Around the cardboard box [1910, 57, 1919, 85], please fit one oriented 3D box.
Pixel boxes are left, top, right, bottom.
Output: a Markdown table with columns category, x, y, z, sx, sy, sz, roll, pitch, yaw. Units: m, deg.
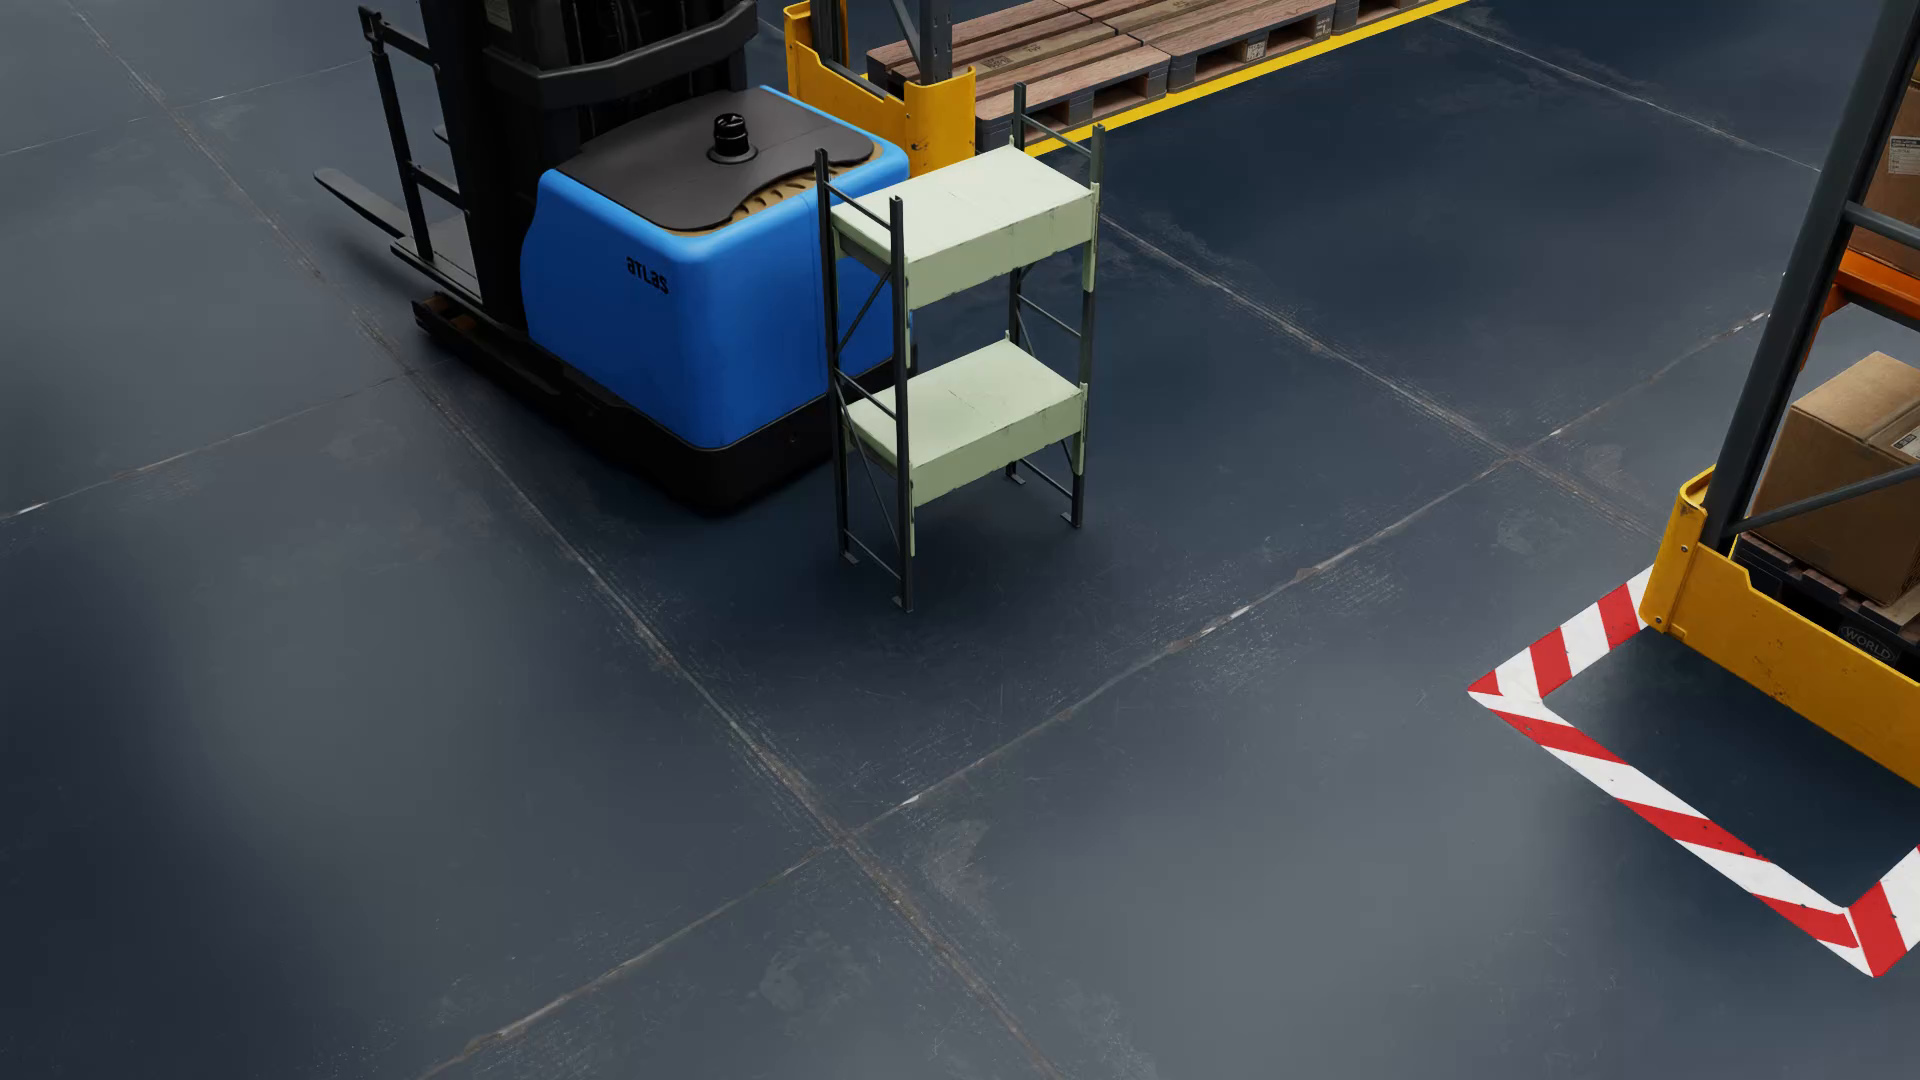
| category | x | y | z | sx | sy | sz | roll | pitch | yaw |
| --- | --- | --- | --- | --- | --- | --- | --- | --- | --- |
| cardboard box | 2.816 | -1.398 | 4.222 | 0.500 | 0.500 | 0.500 | -26 | 46 | -28 |

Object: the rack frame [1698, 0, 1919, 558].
| category | x | y | z | sx | sy | sz | roll | pitch | yaw |
| --- | --- | --- | --- | --- | --- | --- | --- | --- | --- |
| rack frame | 2.631 | -0.662 | 4.192 | 0.127 | 3.000 | 1.000 | -26 | 46 | -28 |

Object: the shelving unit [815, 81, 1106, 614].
| category | x | y | z | sx | sy | sz | roll | pitch | yaw |
| --- | --- | --- | --- | --- | --- | --- | --- | --- | --- |
| shelving unit | 0.005 | -0.582 | 5.277 | 0.755 | 1.500 | 0.431 | -26 | 46 | -28 |

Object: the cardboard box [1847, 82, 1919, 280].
| category | x | y | z | sx | sy | sz | roll | pitch | yaw |
| --- | --- | --- | --- | --- | --- | --- | --- | --- | --- |
| cardboard box | 2.820 | -1.011 | 4.538 | 0.500 | 0.500 | 0.500 | -25 | 45 | -27 |

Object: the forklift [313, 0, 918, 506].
| category | x | y | z | sx | sy | sz | roll | pitch | yaw |
| --- | --- | --- | --- | --- | --- | --- | --- | --- | --- |
| forklift | -1.563 | -2.075 | 5.968 | 3.031 | 2.935 | 1.130 | 32 | 49 | 33 |

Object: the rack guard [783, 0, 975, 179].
| category | x | y | z | sx | sy | sz | roll | pitch | yaw |
| --- | --- | --- | --- | --- | --- | --- | --- | --- | --- |
| rack guard | -0.396 | -2.172 | 8.004 | 0.348 | 0.500 | 1.175 | -26 | 46 | -28 |

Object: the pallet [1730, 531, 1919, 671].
| category | x | y | z | sx | sy | sz | roll | pitch | yaw |
| --- | --- | --- | --- | --- | --- | --- | --- | --- | --- |
| pallet | 3.323 | 0.078 | 5.489 | 1.213 | 0.211 | 1.003 | -26 | 46 | -28 |

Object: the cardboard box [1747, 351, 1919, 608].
| category | x | y | z | sx | sy | sz | roll | pitch | yaw |
| --- | --- | --- | --- | --- | --- | --- | --- | --- | --- |
| cardboard box | 2.912 | -0.200 | 5.253 | 0.500 | 0.500 | 0.500 | -26 | 46 | -28 |

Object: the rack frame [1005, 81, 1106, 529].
| category | x | y | z | sx | sy | sz | roll | pitch | yaw |
| --- | --- | --- | --- | --- | --- | --- | --- | --- | --- |
| rack frame | 0.296 | -0.724 | 5.450 | 0.023 | 1.500 | 0.400 | -26 | 46 | -28 |

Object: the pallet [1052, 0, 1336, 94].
| category | x | y | z | sx | sy | sz | roll | pitch | yaw |
| --- | --- | --- | --- | --- | --- | --- | --- | --- | --- |
| pallet | 1.260 | -2.845 | 9.051 | 1.213 | 0.211 | 1.003 | -26 | 46 | -28 |

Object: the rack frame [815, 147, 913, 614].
| category | x | y | z | sx | sy | sz | roll | pitch | yaw |
| --- | --- | --- | --- | --- | --- | --- | --- | --- | --- |
| rack frame | -0.285 | -0.441 | 5.105 | 0.023 | 1.500 | 0.400 | -26 | 46 | -28 |

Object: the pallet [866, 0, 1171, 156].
| category | x | y | z | sx | sy | sz | roll | pitch | yaw |
| --- | --- | --- | --- | --- | --- | --- | --- | --- | --- |
| pallet | 0.293 | -2.376 | 8.480 | 1.213 | 0.211 | 1.003 | -26 | 46 | -28 |

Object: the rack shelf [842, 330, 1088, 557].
| category | x | y | z | sx | sy | sz | roll | pitch | yaw |
| --- | --- | --- | --- | --- | --- | --- | --- | --- | --- |
| rack shelf | 0.005 | -0.330 | 5.484 | 0.720 | 0.370 | 0.431 | -26 | 46 | -28 |

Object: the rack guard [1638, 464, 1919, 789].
| category | x | y | z | sx | sy | sz | roll | pitch | yaw |
| --- | --- | --- | --- | --- | --- | --- | --- | --- | --- |
| rack guard | 2.691 | 0.275 | 5.021 | 0.348 | 0.500 | 1.175 | -26 | 46 | -28 |

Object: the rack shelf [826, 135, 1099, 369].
| category | x | y | z | sx | sy | sz | roll | pitch | yaw |
| --- | --- | --- | --- | --- | --- | --- | --- | --- | --- |
| rack shelf | 0.005 | -0.884 | 5.030 | 0.720 | 0.370 | 0.431 | -26 | 46 | -28 |

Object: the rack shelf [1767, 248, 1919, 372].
| category | x | y | z | sx | sy | sz | roll | pitch | yaw |
| --- | --- | --- | --- | --- | --- | --- | --- | --- | --- |
| rack shelf | 4.217 | -1.157 | 5.363 | 4.000 | 0.370 | 1.077 | -26 | 46 | -28 |

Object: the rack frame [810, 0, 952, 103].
| category | x | y | z | sx | sy | sz | roll | pitch | yaw |
| --- | --- | --- | --- | --- | --- | --- | --- | --- | --- |
| rack frame | -0.385 | -3.155 | 7.231 | 0.127 | 3.000 | 1.000 | -26 | 46 | -28 |

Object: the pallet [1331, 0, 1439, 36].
| category | x | y | z | sx | sy | sz | roll | pitch | yaw |
| --- | --- | --- | --- | --- | --- | --- | --- | --- | --- |
| pallet | 2.228 | -3.319 | 9.629 | 1.213 | 0.211 | 1.003 | -26 | 46 | -28 |
